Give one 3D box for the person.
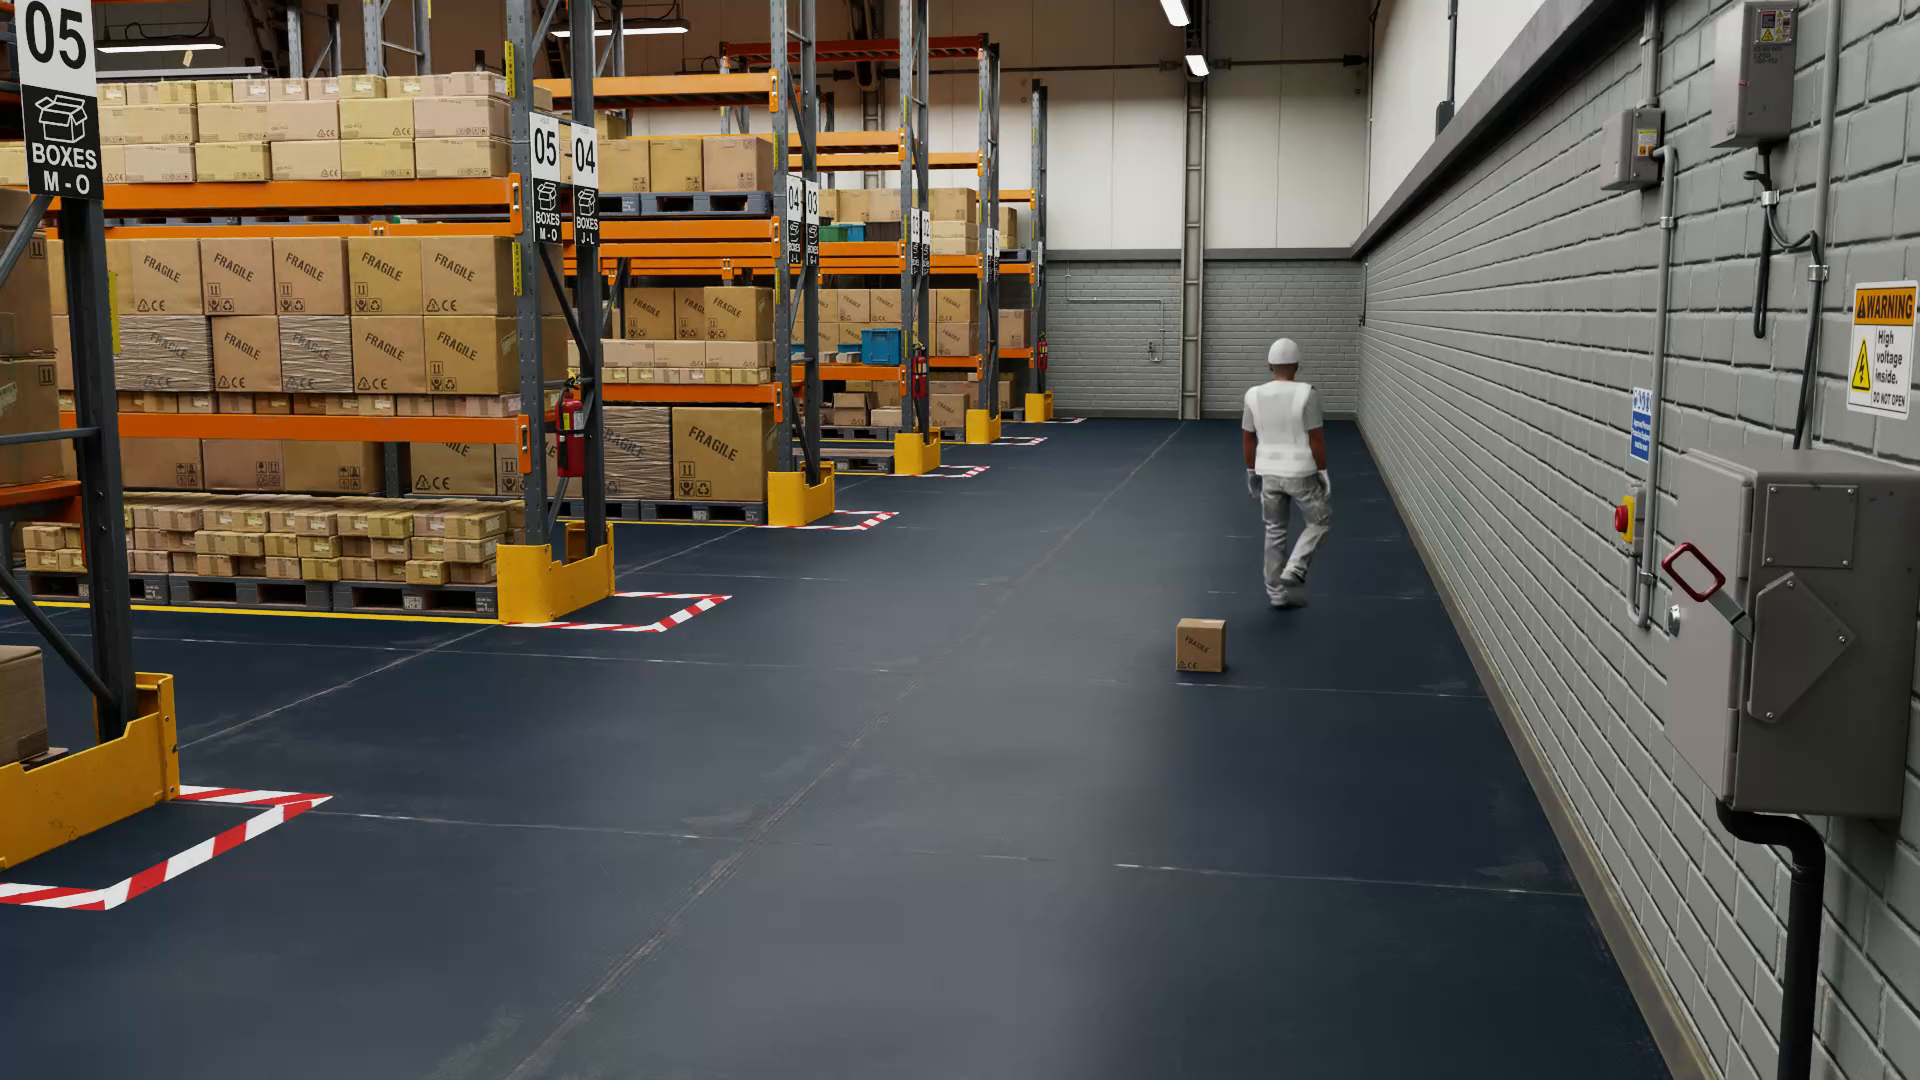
[{"bbox_3d":[2.169,-0.433,10.930,0.600,1.781,0.634,5,10,34],"label":"person"}]
